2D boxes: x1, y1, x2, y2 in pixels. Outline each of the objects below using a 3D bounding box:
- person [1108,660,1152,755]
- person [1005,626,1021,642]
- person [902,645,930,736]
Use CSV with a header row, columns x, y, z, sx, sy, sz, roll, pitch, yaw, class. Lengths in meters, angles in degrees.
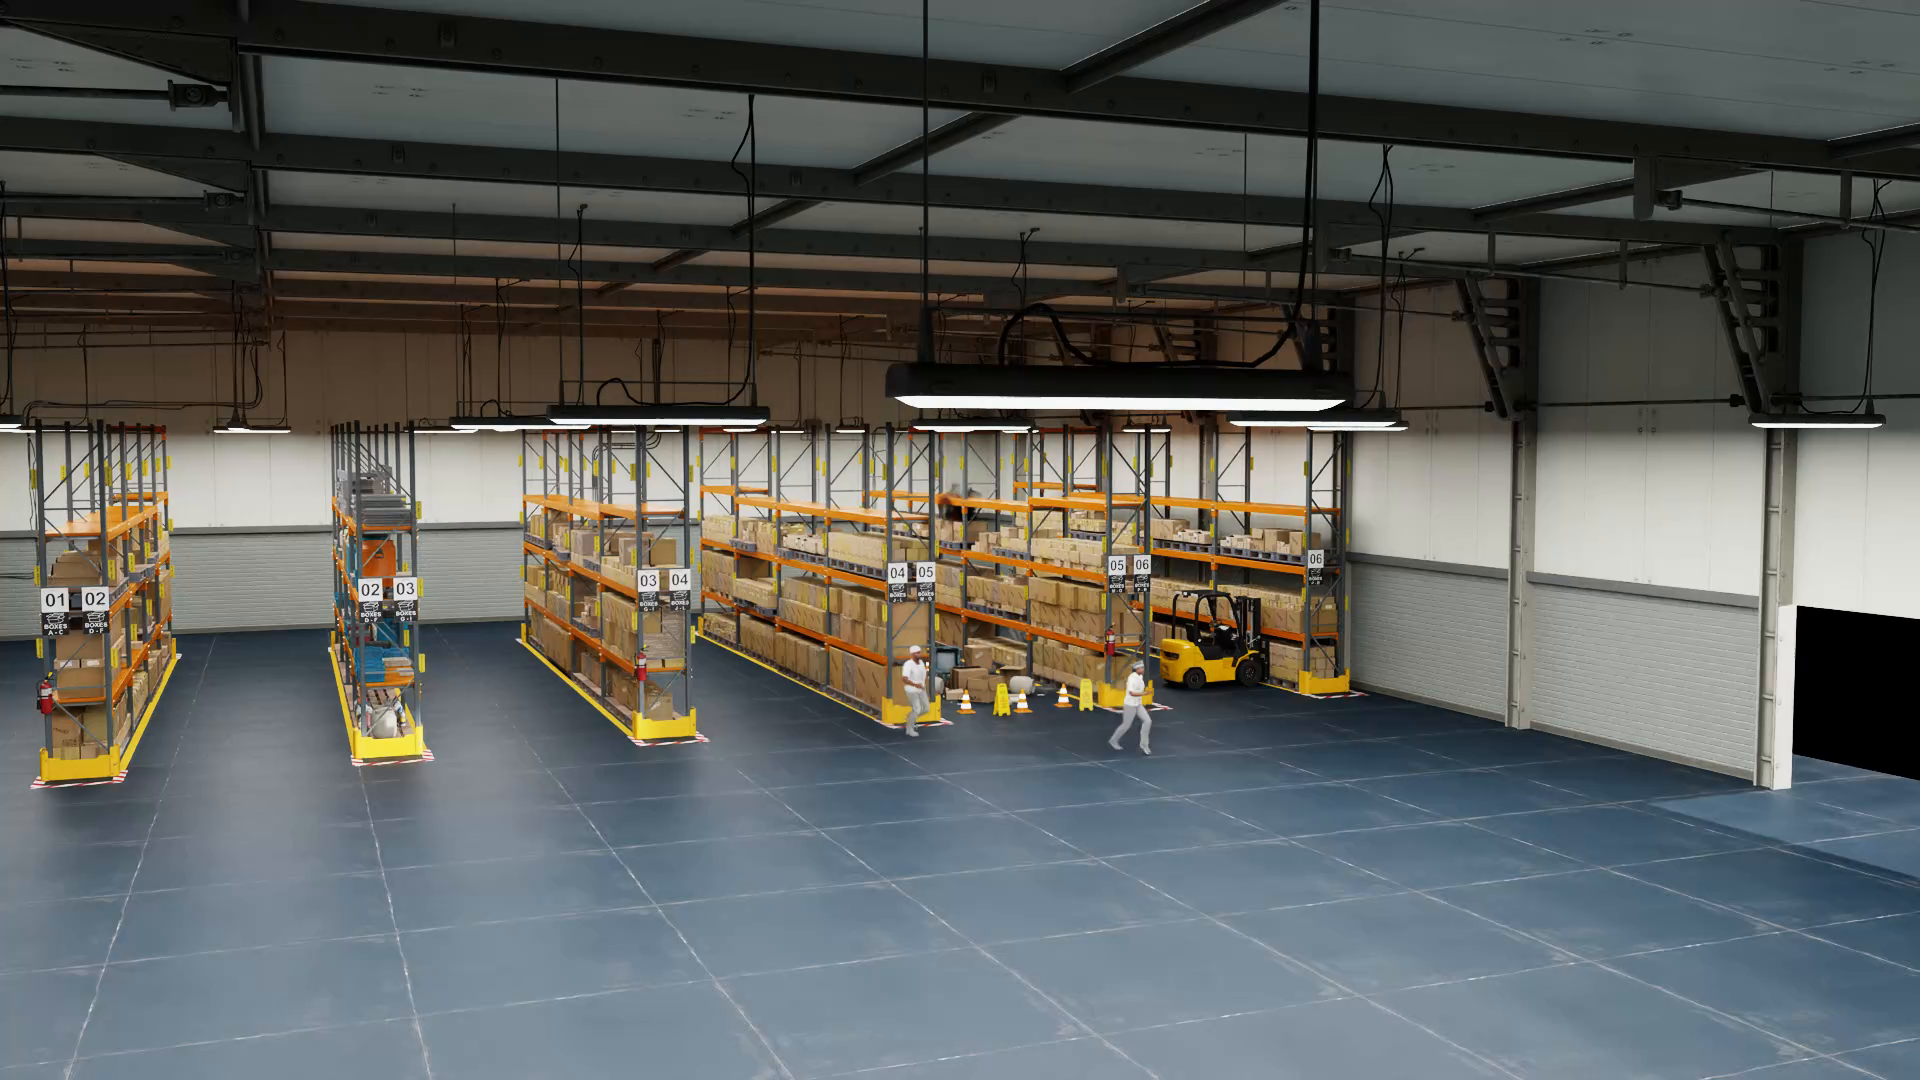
x,y,z,sx,sy,sz,roll,pitch,yaw,class
3.087,3.014,30.033,0.845,1.735,0.599,2,4,25,person
1.477,2.035,45.050,0.669,1.734,0.618,-1,4,-22,person
-0.820,2.871,31.765,0.599,1.725,0.726,2,4,35,person
